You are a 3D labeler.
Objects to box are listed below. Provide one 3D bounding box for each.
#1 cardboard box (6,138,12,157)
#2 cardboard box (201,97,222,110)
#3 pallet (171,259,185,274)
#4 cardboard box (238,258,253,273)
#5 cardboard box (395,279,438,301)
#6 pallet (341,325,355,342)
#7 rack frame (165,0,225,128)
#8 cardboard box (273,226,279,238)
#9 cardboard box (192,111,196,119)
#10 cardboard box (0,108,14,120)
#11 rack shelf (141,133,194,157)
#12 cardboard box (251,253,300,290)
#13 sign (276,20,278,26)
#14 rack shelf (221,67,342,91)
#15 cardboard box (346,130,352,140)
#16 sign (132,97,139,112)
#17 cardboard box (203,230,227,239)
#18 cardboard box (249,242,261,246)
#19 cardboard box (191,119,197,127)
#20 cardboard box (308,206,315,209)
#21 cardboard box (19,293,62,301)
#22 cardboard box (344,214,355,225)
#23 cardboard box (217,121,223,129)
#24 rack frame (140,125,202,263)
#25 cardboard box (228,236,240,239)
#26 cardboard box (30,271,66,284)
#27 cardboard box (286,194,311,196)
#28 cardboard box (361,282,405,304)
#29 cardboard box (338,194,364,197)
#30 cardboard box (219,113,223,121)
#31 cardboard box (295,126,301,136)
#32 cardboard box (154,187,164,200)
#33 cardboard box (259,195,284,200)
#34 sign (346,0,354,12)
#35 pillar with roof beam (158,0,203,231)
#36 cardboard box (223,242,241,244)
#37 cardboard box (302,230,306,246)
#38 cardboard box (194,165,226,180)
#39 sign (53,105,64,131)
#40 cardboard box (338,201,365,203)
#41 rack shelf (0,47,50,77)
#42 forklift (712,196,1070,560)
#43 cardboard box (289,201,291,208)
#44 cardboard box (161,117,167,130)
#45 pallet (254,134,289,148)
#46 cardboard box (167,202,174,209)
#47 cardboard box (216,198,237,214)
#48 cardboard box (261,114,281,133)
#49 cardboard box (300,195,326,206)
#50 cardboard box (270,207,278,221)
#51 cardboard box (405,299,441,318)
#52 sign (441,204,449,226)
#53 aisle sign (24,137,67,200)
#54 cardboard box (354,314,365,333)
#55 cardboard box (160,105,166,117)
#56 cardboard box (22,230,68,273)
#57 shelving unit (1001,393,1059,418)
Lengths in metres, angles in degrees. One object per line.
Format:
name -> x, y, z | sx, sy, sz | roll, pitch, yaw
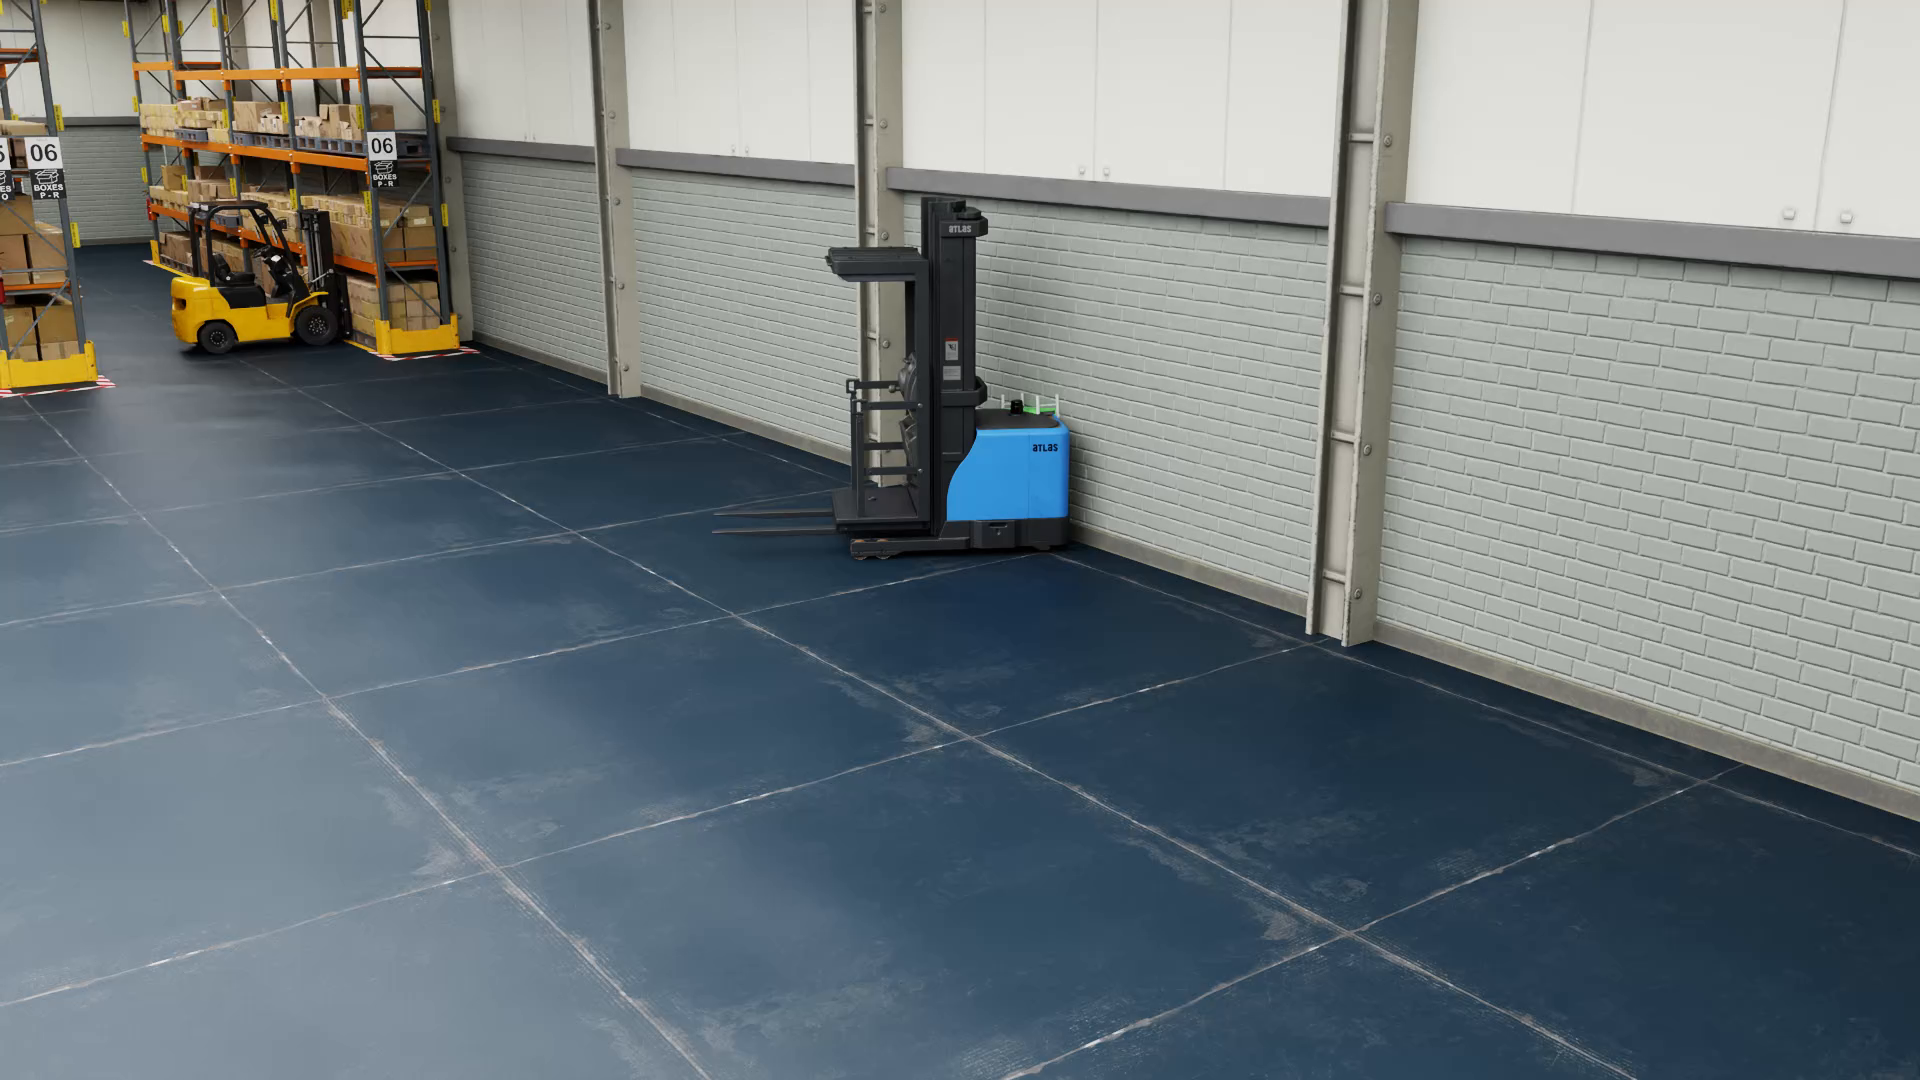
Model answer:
cardboard box -> -12.682, -5.123, 21.650 | 0.500, 0.250, 0.500 | -11, 19, -35
cardboard box -> -14.971, -8.736, 33.274 | 0.396, 0.266, 0.258 | -11, 19, -35
pallet -> -16.331, -5.934, 35.856 | 1.003, 0.211, 1.213 | -11, 19, -35
cardboard box -> -13.277, -5.071, 31.361 | 0.500, 0.500, 0.500 | -10, 18, -33
cardboard box -> -8.280, -3.799, 25.295 | 0.500, 0.250, 0.500 | -11, 19, -35
pallet -> -9.347, -3.381, 26.529 | 1.003, 0.211, 1.213 | -11, 19, -35
rack frame -> -15.206, -9.765, 33.207 | 1.000, 3.000, 0.127 | -11, 19, -35
cardboard box -> -11.577, -5.375, 28.816 | 0.500, 0.250, 0.500 | -11, 19, -34
cardboard box -> -14.572, -8.195, 32.080 | 0.380, 0.149, 0.250 | -11, 19, -34
cardboard box -> -14.836, -6.502, 25.509 | 0.500, 0.250, 0.500 | -11, 19, -36
rack shelf -> -16.382, -8.398, 35.259 | 1.077, 0.370, 4.000 | -11, 19, -35
cardboard box -> -12.498, -4.939, 30.642 | 0.875, 0.625, 0.625 | -10, 18, -33
sign -> -12.407, -9.524, 30.260 | 0.100, 0.325, 0.005 | -11, 19, -35
rack shelf -> -11.678, -7.944, 28.674 | 1.077, 0.370, 4.000 | -11, 19, -35
cardboard box -> -8.883, -6.015, 24.680 | 0.380, 0.149, 0.250 | -12, 19, -36
sign -> -17.997, -9.509, 36.301 | 0.100, 0.325, 0.005 | -11, 19, -35
cardboard box -> -15.019, -6.159, 33.543 | 0.380, 0.149, 0.250 | -12, 19, -37
cardboard box -> -13.712, -5.754, 32.630 | 0.380, 0.149, 0.250 | -11, 19, -34
cardboard box -> -14.608, -8.049, 32.110 | 0.380, 0.149, 0.250 | -10, 18, -33
cardboard box -> -10.374, -5.360, 27.060 | 0.380, 0.149, 0.250 | -10, 18, -33
cardboard box -> -13.028, -3.215, 23.633 | 0.500, 0.500, 0.500 | -10, 18, -33
cardboard box -> -9.190, -4.920, 25.451 | 0.380, 0.149, 0.250 | -12, 19, -36
cardboard box -> -13.709, -7.787, 31.192 | 0.380, 0.149, 0.250 | -11, 19, -35
rack frame -> -17.558, -7.725, 37.120 | 1.000, 3.000, 0.127 | -11, 19, -35
cardboard box -> -14.756, -6.147, 34.065 | 0.380, 0.149, 0.250 | -12, 19, -37
cardboard box -> -12.195, -3.521, 22.235 | 0.380, 0.149, 0.250 | -11, 19, -34
cardboard box -> -11.861, -6.127, 29.863 | 0.380, 0.149, 0.250 | -11, 19, -35
cardboard box -> -8.673, -3.717, 24.995 | 0.500, 0.250, 0.500 | -10, 18, -33
cardboard box -> -10.070, -5.646, 27.542 | 0.380, 0.149, 0.250 | -11, 19, -34
cardboard box -> -13.562, -7.876, 30.955 | 0.380, 0.149, 0.250 | -12, 19, -36
cardboard box -> -10.484, -6.596, 26.804 | 0.380, 0.149, 0.250 | -10, 18, -33
cardboard box -> -17.212, -7.550, 36.200 | 0.500, 0.250, 0.500 | -11, 19, -34
cardboard box -> -12.239, -6.054, 29.595 | 0.380, 0.149, 0.250 | -11, 19, -34
sign -> -8.598, -7.610, 23.415 | 0.100, 0.325, 0.005 | -11, 19, -35
pillar with roof beam -> -21.896, -10.666, 36.501 | 9.100, 9.000, 0.400 | -11, 19, -35
cardboard box -> -14.210, -5.741, 32.580 | 0.380, 0.149, 0.250 | -11, 19, -34
cardboard box -> -10.453, -5.076, 27.250 | 0.500, 0.500, 0.500 | -12, 19, -36
cardboard box -> -15.866, -7.663, 35.193 | 0.500, 0.500, 0.500 | -11, 19, -36
sign -> -11.724, -5.490, 21.616 | 0.100, 0.325, 0.005 | -11, 19, -35
cardboard box -> -9.438, -5.184, 25.852 | 0.380, 0.149, 0.250 | -11, 19, -34
rack shelf -> -13.339, -6.510, 22.683 | 1.077, 0.370, 4.000 | -11, 19, -35
forklift -> -0.619, -1.395, 14.120 | 3.031, 2.935, 1.130 | -2, 15, -6
cardboard box -> -11.150, -5.675, 28.211 | 0.380, 0.149, 0.250 | -11, 19, -35
cardboard box -> -16.298, -8.674, 34.624 | 0.500, 0.250, 0.500 | -10, 18, -33
pallet -> -11.723, -7.003, 29.158 | 1.003, 0.211, 1.213 | -10, 18, -32
cardboard box -> -16.698, -7.156, 35.514 | 0.380, 0.149, 0.250 | -10, 18, -33
cardboard box -> -13.736, -6.322, 31.482 | 0.500, 0.250, 0.500 | -12, 19, -37
cardboard box -> -11.576, -7.098, 28.330 | 0.500, 0.311, 0.500 | -12, 19, -36
cardboard box -> -10.555, -5.553, 27.203 | 0.380, 0.149, 0.250 | -10, 18, -33
cardboard box -> -11.602, -5.616, 28.749 | 0.500, 0.250, 0.500 | -10, 18, -33
cardboard box -> -8.259, -3.559, 25.363 | 0.500, 0.250, 0.500 | -10, 18, -34
sign -> -7.698, -4.849, 24.822 | 0.100, 0.325, 0.005 | -11, 19, -35
aisle sign -> -11.876, -4.826, 21.603 | 0.394, 0.787, 0.004 | -11, 19, -35
cardboard box -> -8.967, -3.344, 25.525 | 0.500, 0.250, 0.500 | -11, 19, -35
cardboard box -> -16.294, -8.917, 34.566 | 0.500, 0.250, 0.500 | -10, 18, -34
cardboard box -> -12.217, -3.873, 22.293 | 0.500, 0.500, 0.500 | -11, 19, -35
shelving unit -> 0.634, -0.682, 14.679 | 0.258, 1.200, 0.503 | -8, 10, -36
